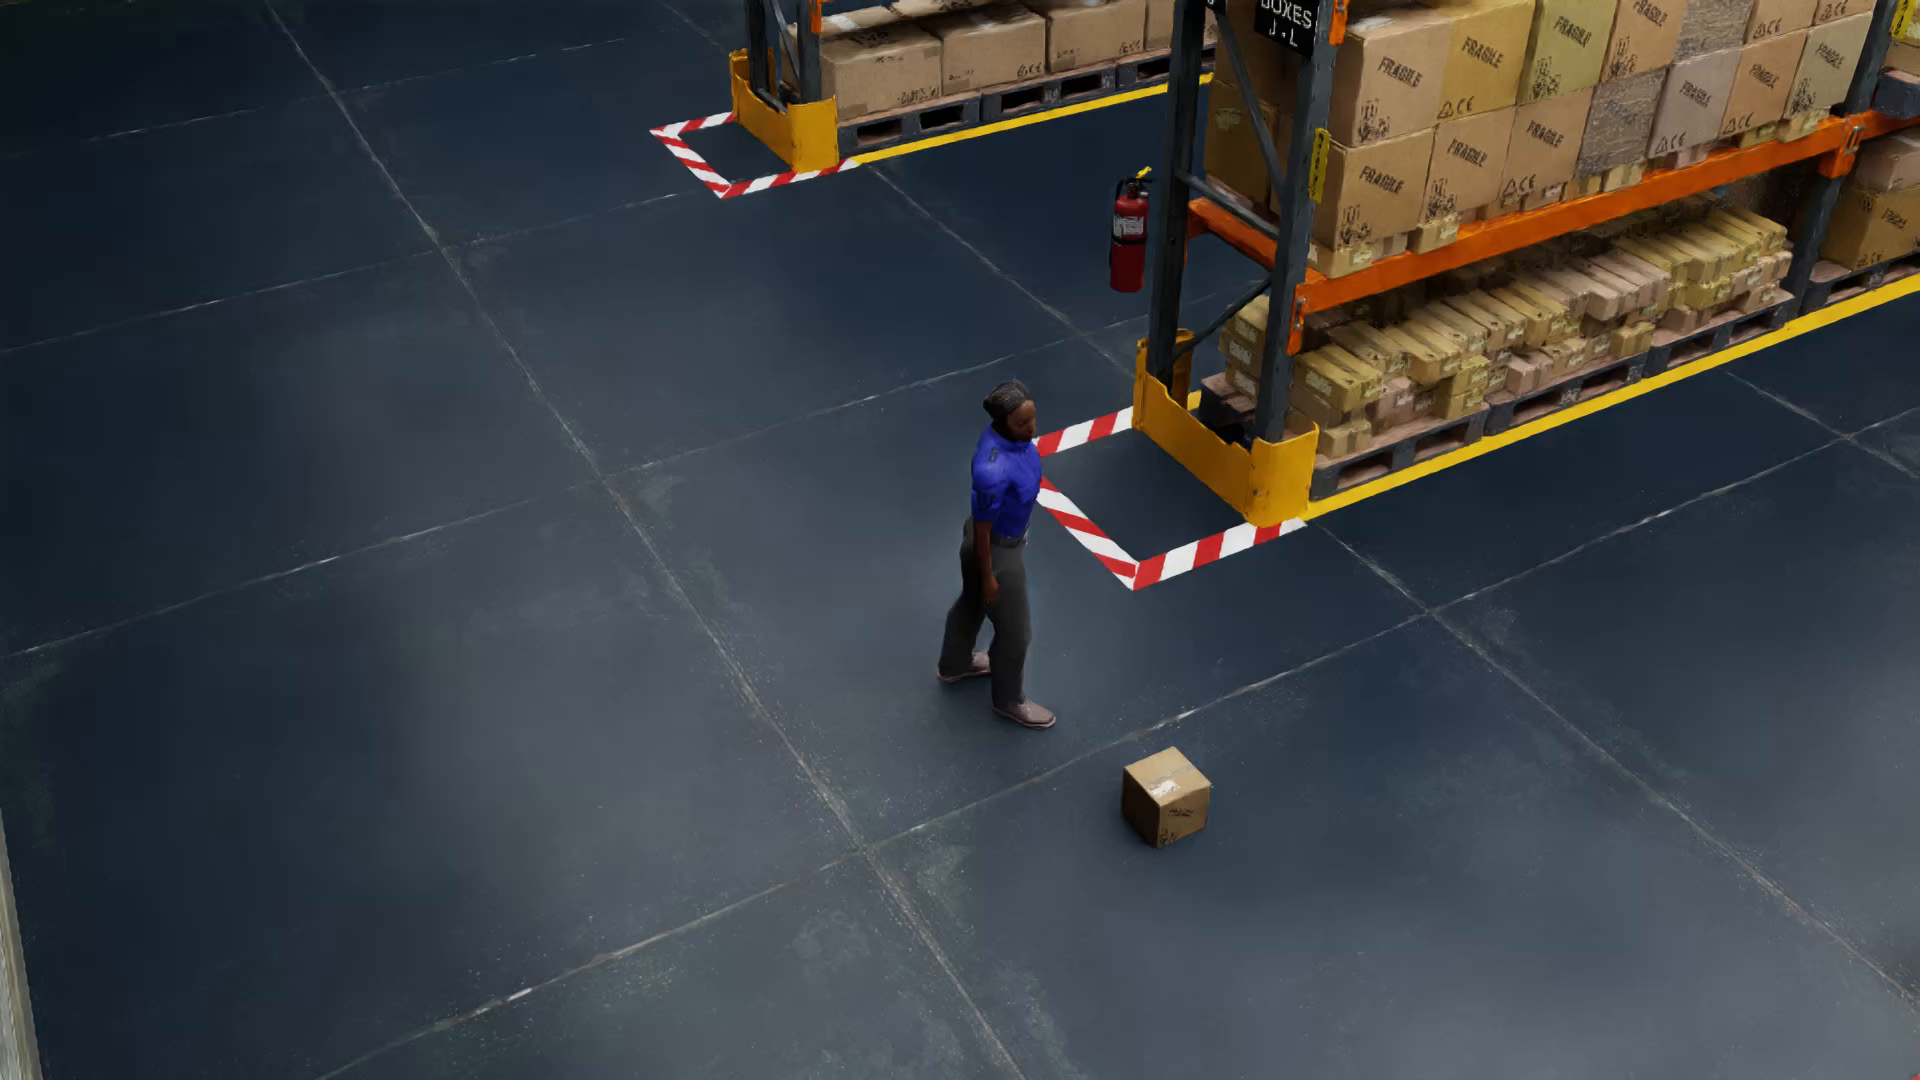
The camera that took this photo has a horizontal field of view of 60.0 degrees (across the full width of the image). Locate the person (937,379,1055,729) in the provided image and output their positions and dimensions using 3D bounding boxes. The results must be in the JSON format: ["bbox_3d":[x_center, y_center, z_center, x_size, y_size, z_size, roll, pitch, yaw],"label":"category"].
[{"bbox_3d":[0.160,0.036,6.881,0.551,1.657,0.465,5,37,7],"label":"person"}]
